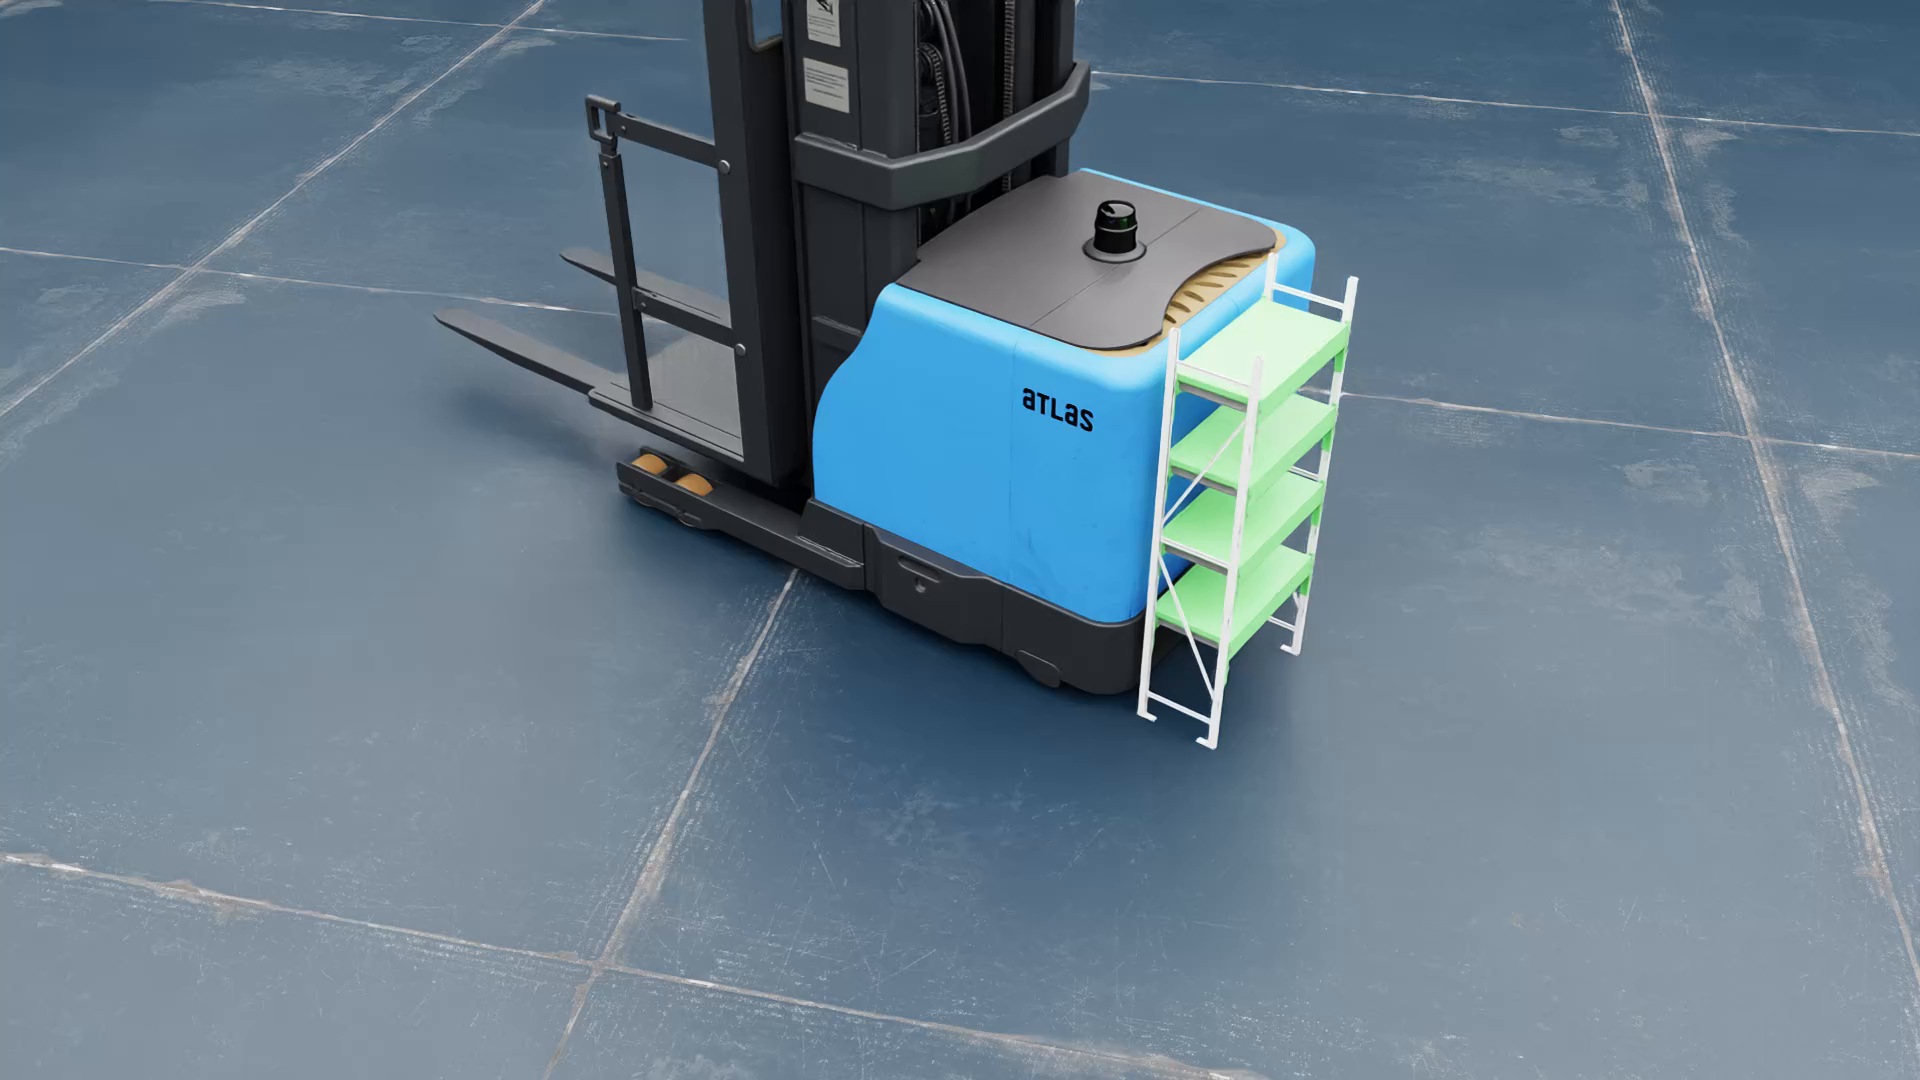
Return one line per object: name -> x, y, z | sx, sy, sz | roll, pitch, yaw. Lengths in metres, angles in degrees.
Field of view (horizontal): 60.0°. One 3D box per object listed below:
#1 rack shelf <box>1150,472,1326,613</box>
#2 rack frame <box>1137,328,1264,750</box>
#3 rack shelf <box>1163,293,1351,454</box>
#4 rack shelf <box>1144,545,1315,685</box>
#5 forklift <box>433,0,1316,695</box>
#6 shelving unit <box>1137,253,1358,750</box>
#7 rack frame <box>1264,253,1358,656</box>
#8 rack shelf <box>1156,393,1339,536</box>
rack shelf -> 0.735, -0.030, 4.378 | 0.258, 0.148, 0.480 | 23, 42, 29
rack frame -> 0.591, 0.034, 4.181 | 0.240, 1.200, 0.015 | 23, 42, 29
rack shelf -> 0.735, -0.419, 4.096 | 0.258, 0.148, 0.480 | 23, 42, 29
rack shelf -> 0.735, 0.164, 4.519 | 0.258, 0.148, 0.480 | 23, 42, 29
forklift -> -0.488, -1.454, 4.759 | 3.031, 2.935, 1.130 | 23, 42, 29
shelving unit -> 0.735, -0.082, 4.340 | 0.258, 1.200, 0.503 | 23, 42, 29
rack frame -> 0.880, -0.197, 4.500 | 0.240, 1.200, 0.015 | 23, 42, 29
rack shelf -> 0.735, -0.224, 4.237 | 0.258, 0.148, 0.480 | 23, 42, 29
